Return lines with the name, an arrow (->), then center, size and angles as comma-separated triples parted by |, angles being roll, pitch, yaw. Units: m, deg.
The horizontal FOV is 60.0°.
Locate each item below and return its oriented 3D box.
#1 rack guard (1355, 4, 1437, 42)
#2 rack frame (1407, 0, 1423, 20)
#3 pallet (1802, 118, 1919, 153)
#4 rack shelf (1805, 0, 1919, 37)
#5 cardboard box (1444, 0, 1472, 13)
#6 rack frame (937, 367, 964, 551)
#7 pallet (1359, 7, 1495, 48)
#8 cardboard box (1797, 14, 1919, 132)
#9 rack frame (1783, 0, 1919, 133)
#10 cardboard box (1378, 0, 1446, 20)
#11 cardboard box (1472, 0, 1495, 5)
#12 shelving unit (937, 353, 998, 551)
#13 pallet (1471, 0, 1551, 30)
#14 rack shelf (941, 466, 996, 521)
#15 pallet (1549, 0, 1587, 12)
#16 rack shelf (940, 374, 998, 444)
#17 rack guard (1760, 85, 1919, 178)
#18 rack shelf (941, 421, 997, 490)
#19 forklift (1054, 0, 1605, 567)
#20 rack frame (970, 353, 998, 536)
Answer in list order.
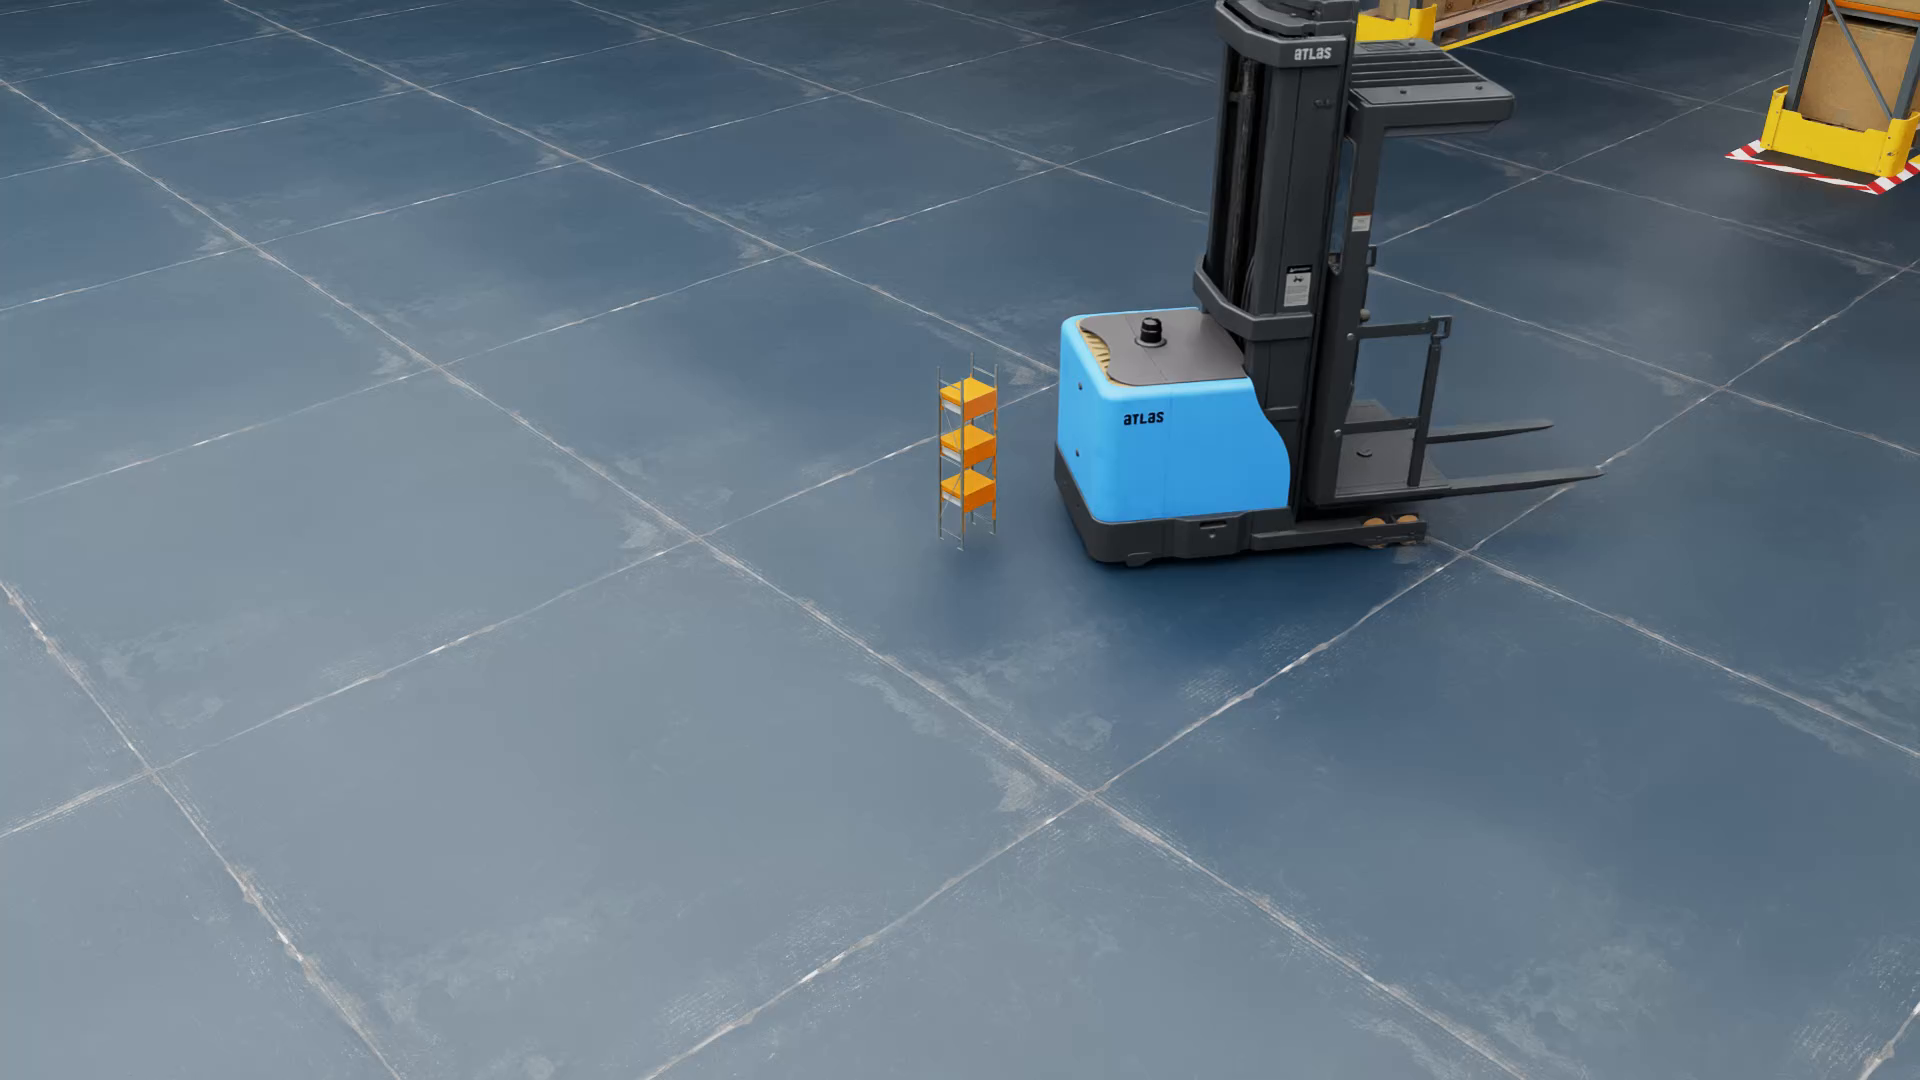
rack guard -> 4.528, -5.586, 17.906 | 0.348, 0.500, 1.175 | -26, 40, -35
rack frame -> 4.472, -6.626, 17.210 | 0.127, 3.000, 1.000 | -26, 40, -35
pallet -> 8.304, -3.816, 15.289 | 1.213, 0.211, 1.003 | -26, 40, -35
rack shelf -> 9.237, -5.095, 15.396 | 4.000, 0.370, 1.077 | -26, 40, -35
cardboard box -> 5.357, -6.179, 18.472 | 0.500, 0.500, 0.500 | -15, 35, -23
rack frame -> -0.050, -0.424, 8.936 | 0.008, 1.050, 0.200 | -26, 40, -35
pallet -> 5.148, -5.737, 18.431 | 1.213, 0.211, 1.003 | -26, 40, -35
cardboard box -> 8.223, -4.231, 14.928 | 0.875, 0.875, 0.875 | -26, 40, -35
rack frame -> 7.771, -4.692, 14.048 | 0.127, 3.000, 1.000 | -26, 40, -35
cardboard box -> 4.942, -5.953, 18.104 | 0.500, 0.500, 0.500 | -18, 36, -27
cardboard box -> 5.829, -6.393, 18.824 | 0.500, 0.500, 0.500 | -22, 38, -31
shelving unit -> 0.039, -0.467, 9.007 | 0.252, 1.050, 0.215 | -26, 40, -35
pallet -> 6.042, -6.168, 19.135 | 1.213, 0.211, 1.003 | -26, 40, -35
rack shelf -> 0.039, -0.221, 9.158 | 0.240, 0.259, 0.215 | -26, 40, -35
pallet -> 6.937, -6.603, 19.846 | 1.213, 0.211, 1.003 | -26, 40, -35
rack shelf -> 0.039, -0.700, 8.865 | 0.240, 0.259, 0.215 | -26, 40, -35
rack guard -> 7.753, -3.617, 14.686 | 0.348, 0.500, 1.175 | -26, 40, -35
rack shelf -> 0.039, -0.458, 9.013 | 0.240, 0.259, 0.215 | -26, 40, -35
forklift -> 2.115, -1.468, 8.841 | 3.031, 2.935, 1.130 | -5, 32, -9
rack frame -> 0.129, -0.510, 9.078 | 0.008, 1.050, 0.200 | -26, 40, -35
